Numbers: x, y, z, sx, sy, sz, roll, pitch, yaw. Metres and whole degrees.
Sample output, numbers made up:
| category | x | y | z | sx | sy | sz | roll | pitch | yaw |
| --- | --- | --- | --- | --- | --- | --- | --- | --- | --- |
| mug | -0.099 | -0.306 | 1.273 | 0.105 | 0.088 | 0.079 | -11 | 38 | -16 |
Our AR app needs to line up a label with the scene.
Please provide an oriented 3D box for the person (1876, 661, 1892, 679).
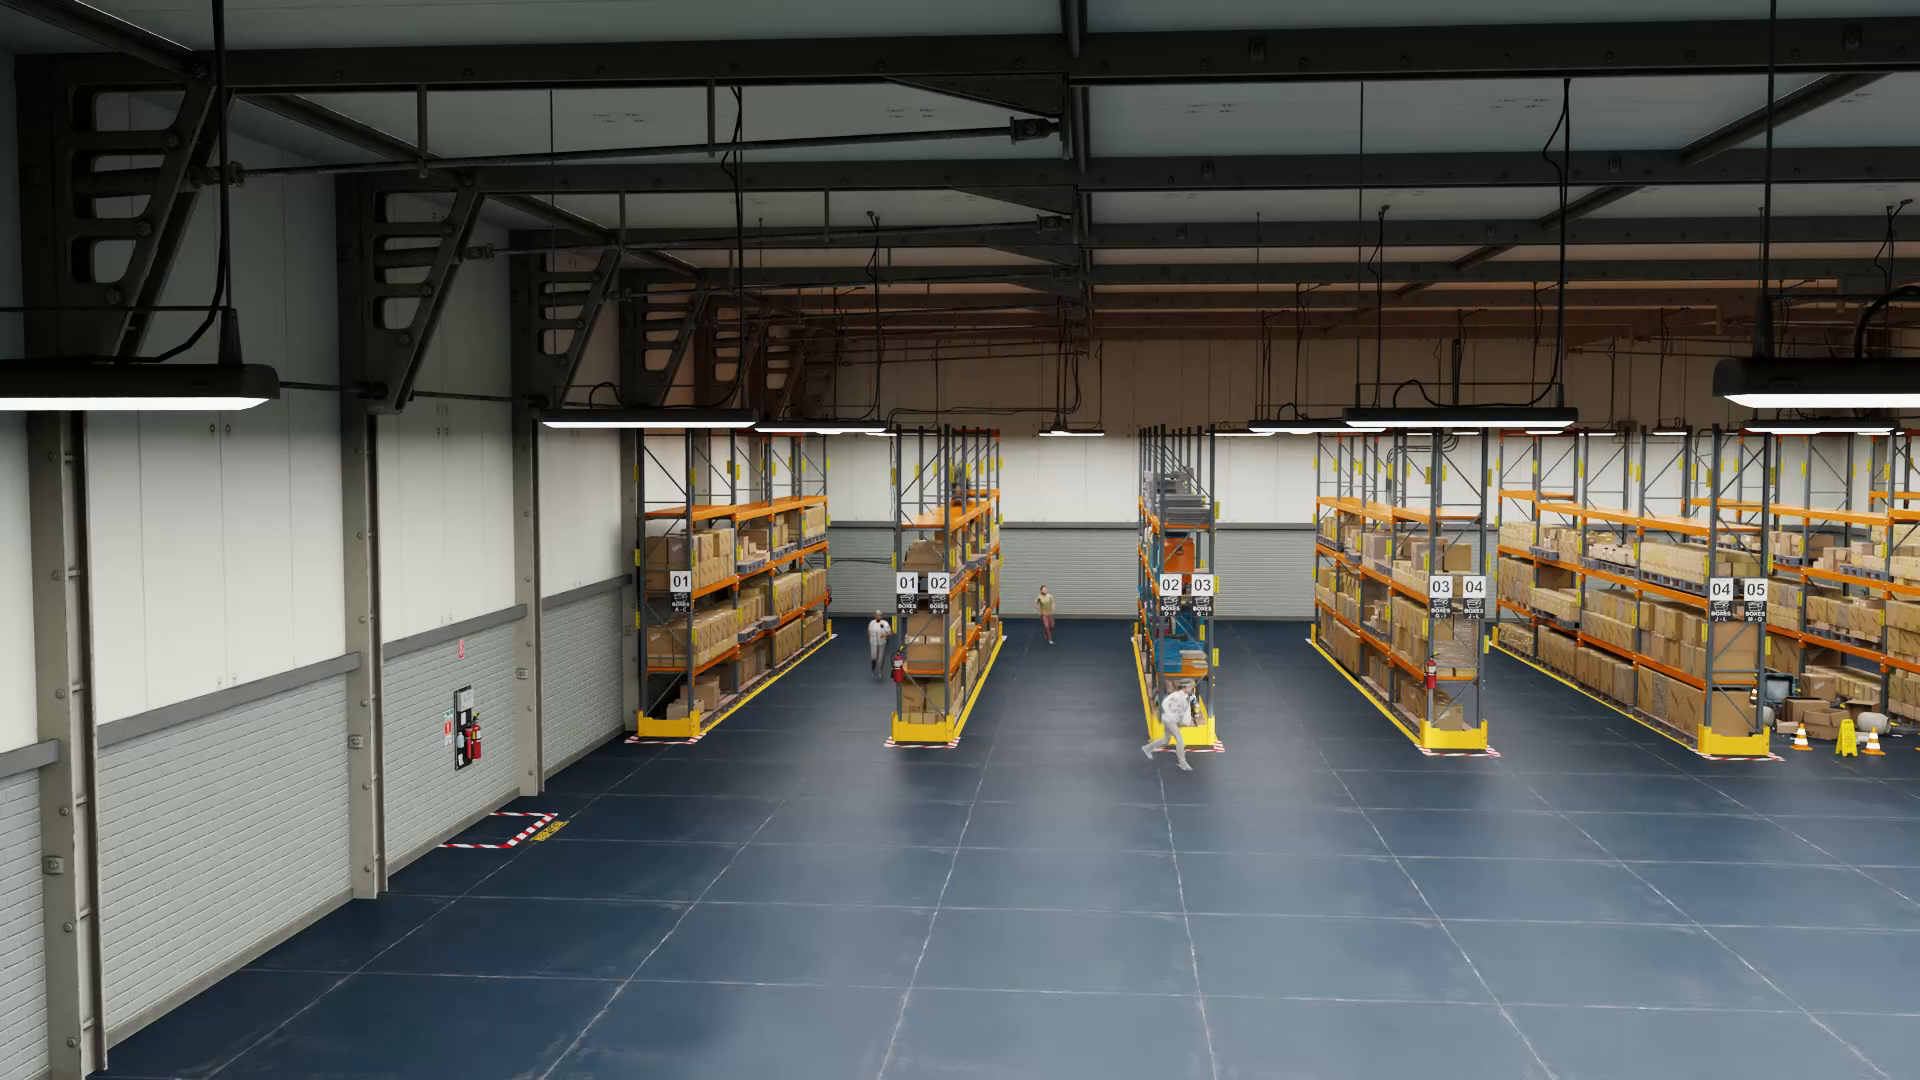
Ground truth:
| category | x | y | z | sx | sy | sz | roll | pitch | yaw |
| --- | --- | --- | --- | --- | --- | --- | --- | --- | --- |
| person | 21.350 | 2.529 | 38.233 | 0.636 | 1.751 | 0.633 | 0 | 3 | -3 |

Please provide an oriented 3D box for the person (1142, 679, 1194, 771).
| category | x | y | z | sx | sy | sz | roll | pitch | yaw |
| --- | --- | --- | --- | --- | --- | --- | --- | --- | --- |
| person | 3.590 | 3.188 | 28.869 | 0.960 | 1.630 | 0.644 | 2 | 4 | 33 |

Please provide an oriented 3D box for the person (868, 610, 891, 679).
| category | x | y | z | sx | sy | sz | roll | pitch | yaw |
| --- | --- | --- | --- | --- | --- | --- | --- | --- | --- |
| person | -1.929 | 2.500 | 39.536 | 0.581 | 1.658 | 0.638 | 0 | 3 | 6 |

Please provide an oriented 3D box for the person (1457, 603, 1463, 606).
| category | x | y | z | sx | sy | sz | roll | pitch | yaw |
| --- | --- | --- | --- | --- | --- | --- | --- | --- | --- |
| person | 13.759 | 2.209 | 45.425 | 0.645 | 1.597 | 0.979 | 0 | 3 | 2 |

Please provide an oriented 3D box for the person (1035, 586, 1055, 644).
| category | x | y | z | sx | sy | sz | roll | pitch | yaw |
| --- | --- | --- | --- | --- | --- | --- | --- | --- | --- |
| person | 2.387 | 2.085 | 46.695 | 0.582 | 1.624 | 0.649 | -1 | 4 | -11 |
